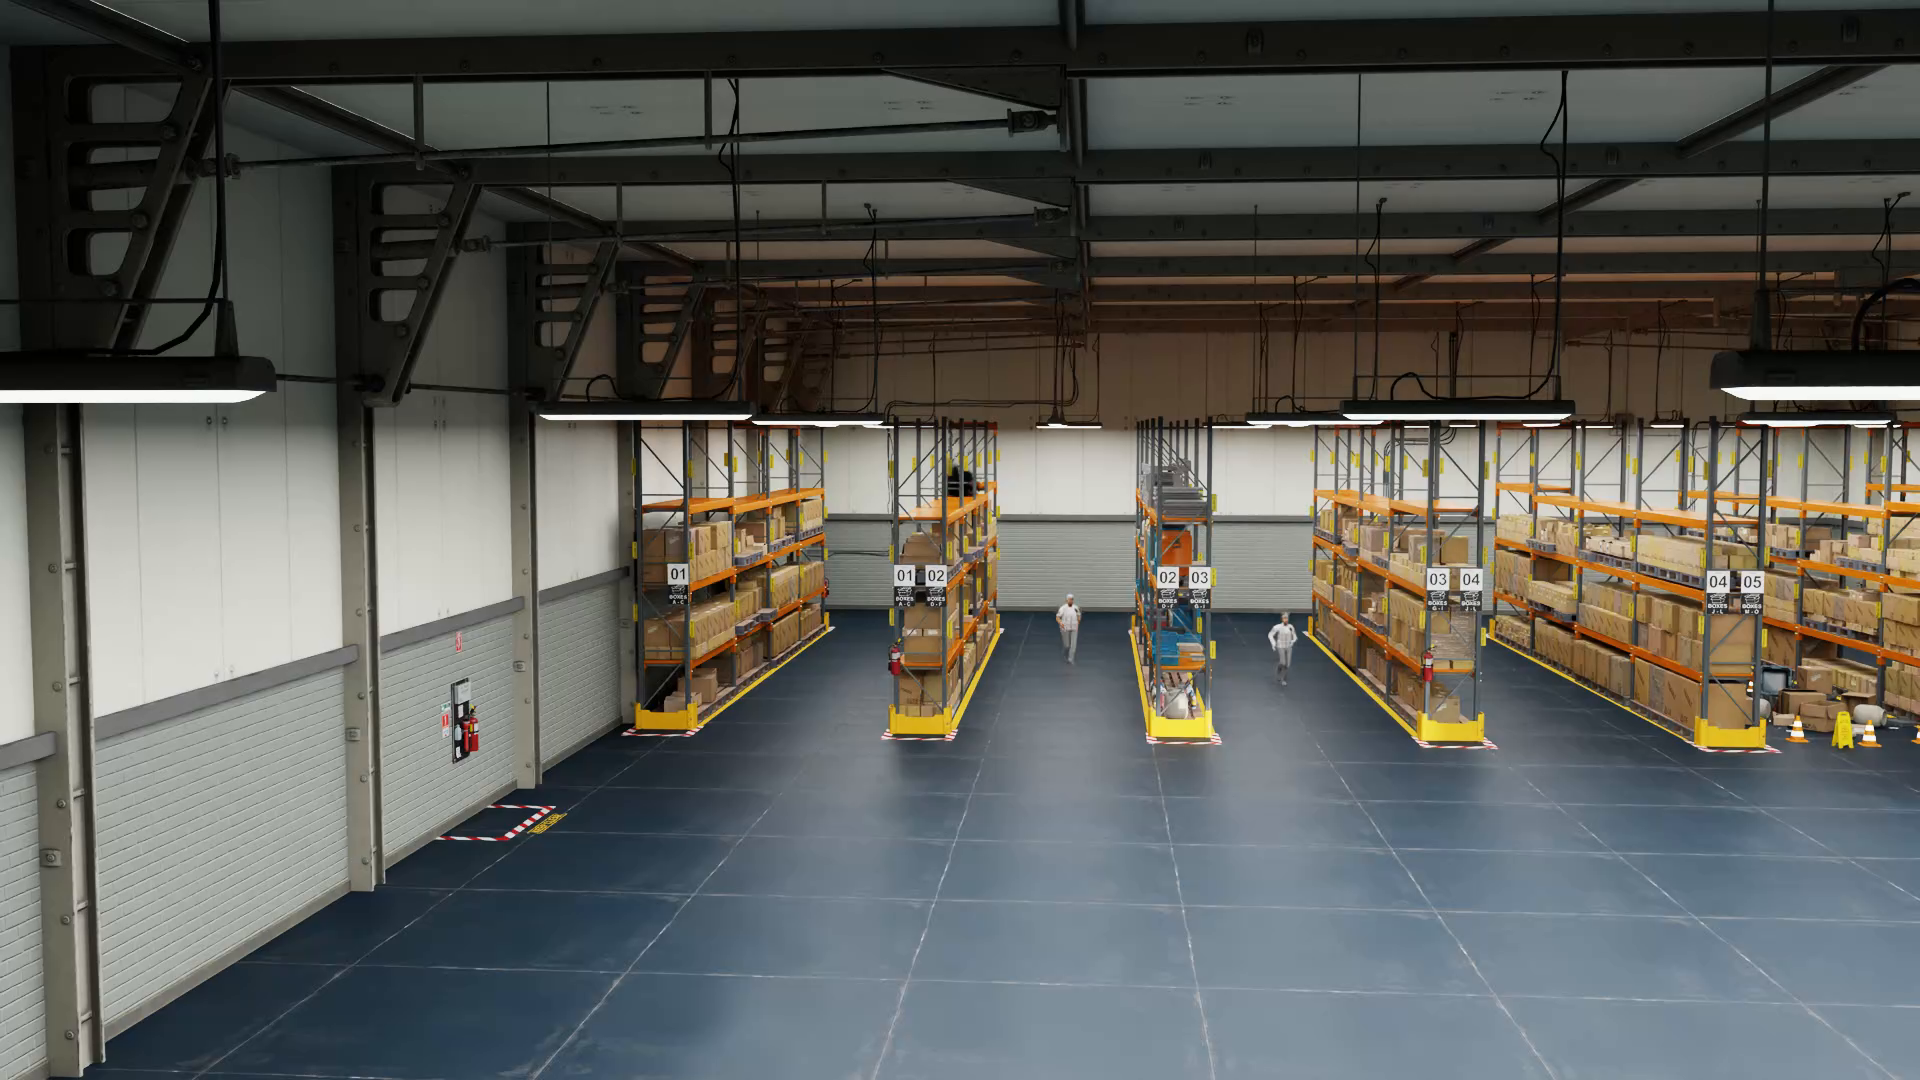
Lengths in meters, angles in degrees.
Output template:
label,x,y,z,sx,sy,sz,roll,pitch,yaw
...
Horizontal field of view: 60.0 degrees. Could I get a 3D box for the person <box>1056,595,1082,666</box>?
label,x,y,z,sx,sy,sz,roll,pitch,yaw
person,2.560,2.084,38.713,0.626,1.634,0.661,-1,4,-11

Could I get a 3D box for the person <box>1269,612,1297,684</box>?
label,x,y,z,sx,sy,sz,roll,pitch,yaw
person,7.325,2.446,37.491,0.605,1.654,0.548,-1,4,-8
